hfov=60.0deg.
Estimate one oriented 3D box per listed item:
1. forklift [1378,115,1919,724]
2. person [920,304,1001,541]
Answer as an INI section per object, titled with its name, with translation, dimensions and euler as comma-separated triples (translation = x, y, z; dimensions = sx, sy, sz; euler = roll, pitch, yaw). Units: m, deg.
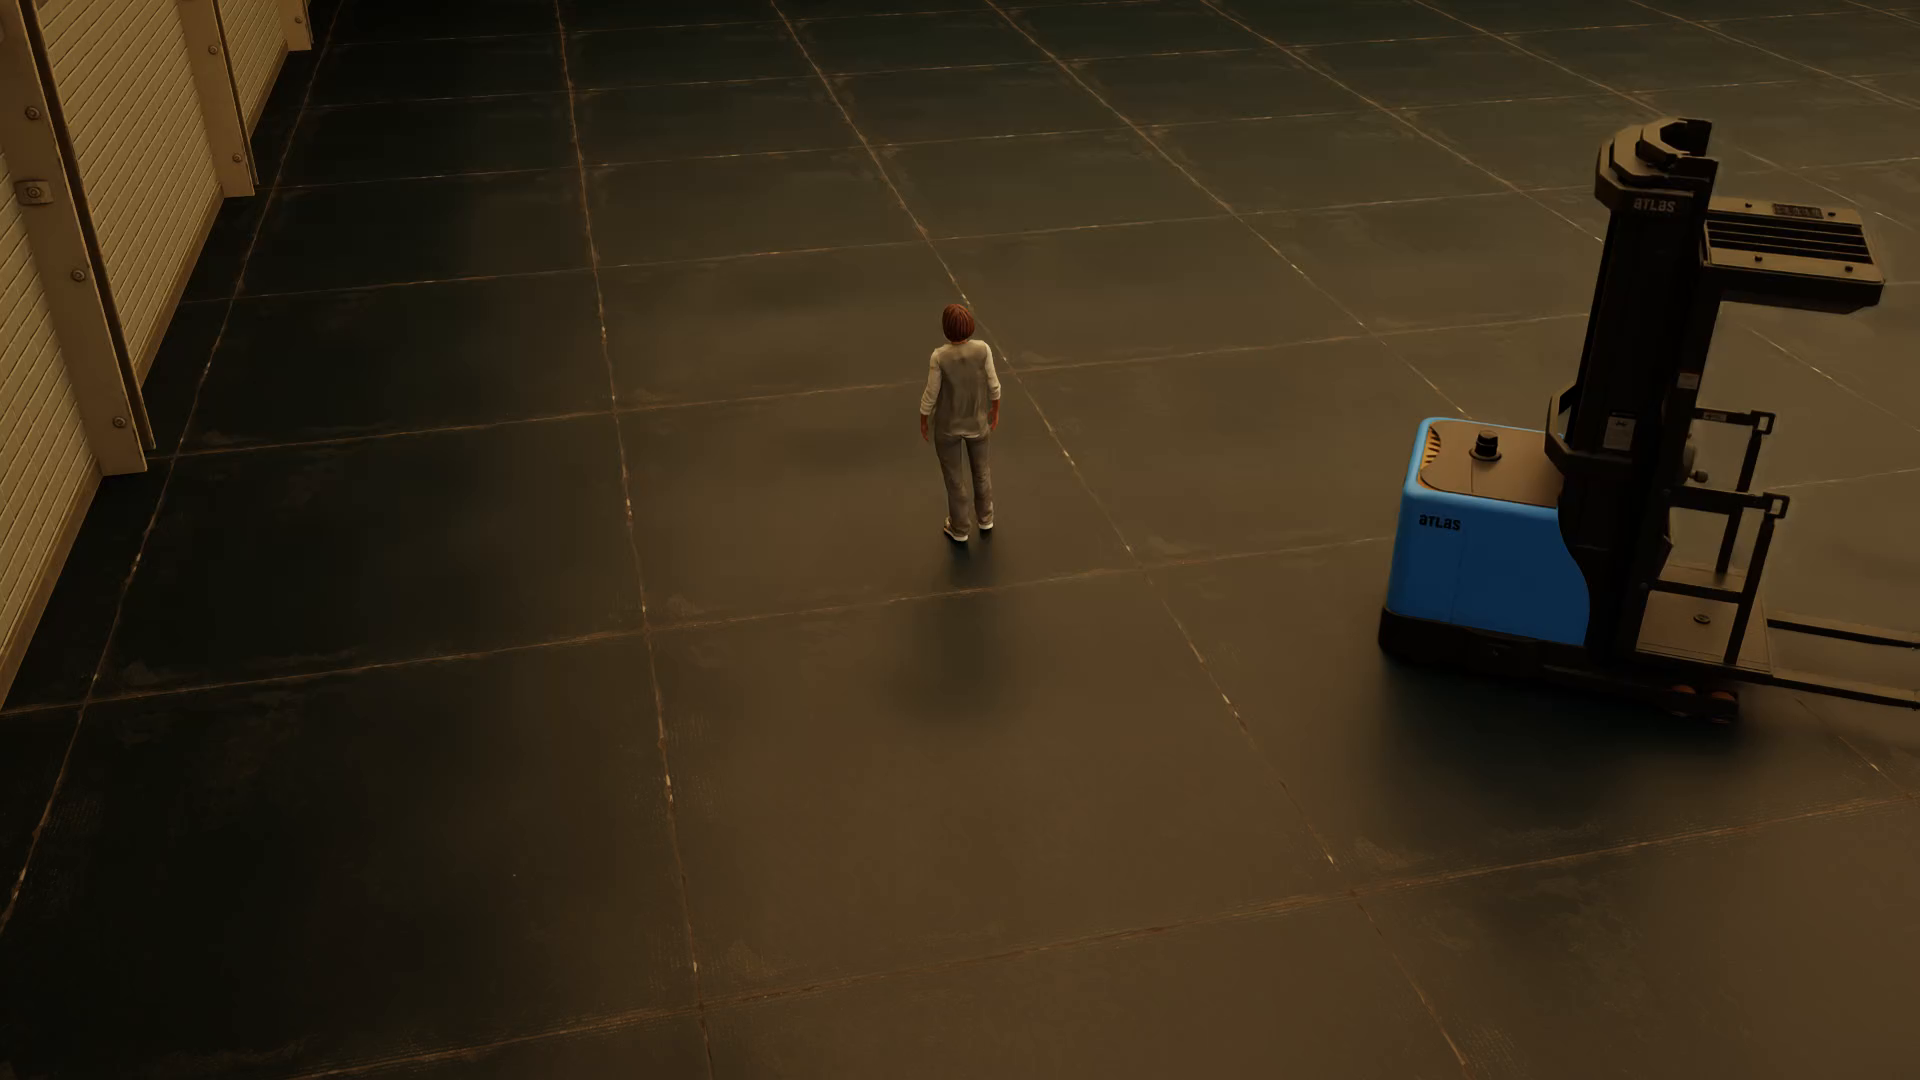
[forklift]
translation = 3.928, -0.595, 8.603
dimensions = 3.031, 2.935, 1.130
euler = 10, 32, 17
[person]
translation = -0.004, -0.736, 10.162
dimensions = 0.520, 1.599, 0.473
euler = -7, 31, -12
